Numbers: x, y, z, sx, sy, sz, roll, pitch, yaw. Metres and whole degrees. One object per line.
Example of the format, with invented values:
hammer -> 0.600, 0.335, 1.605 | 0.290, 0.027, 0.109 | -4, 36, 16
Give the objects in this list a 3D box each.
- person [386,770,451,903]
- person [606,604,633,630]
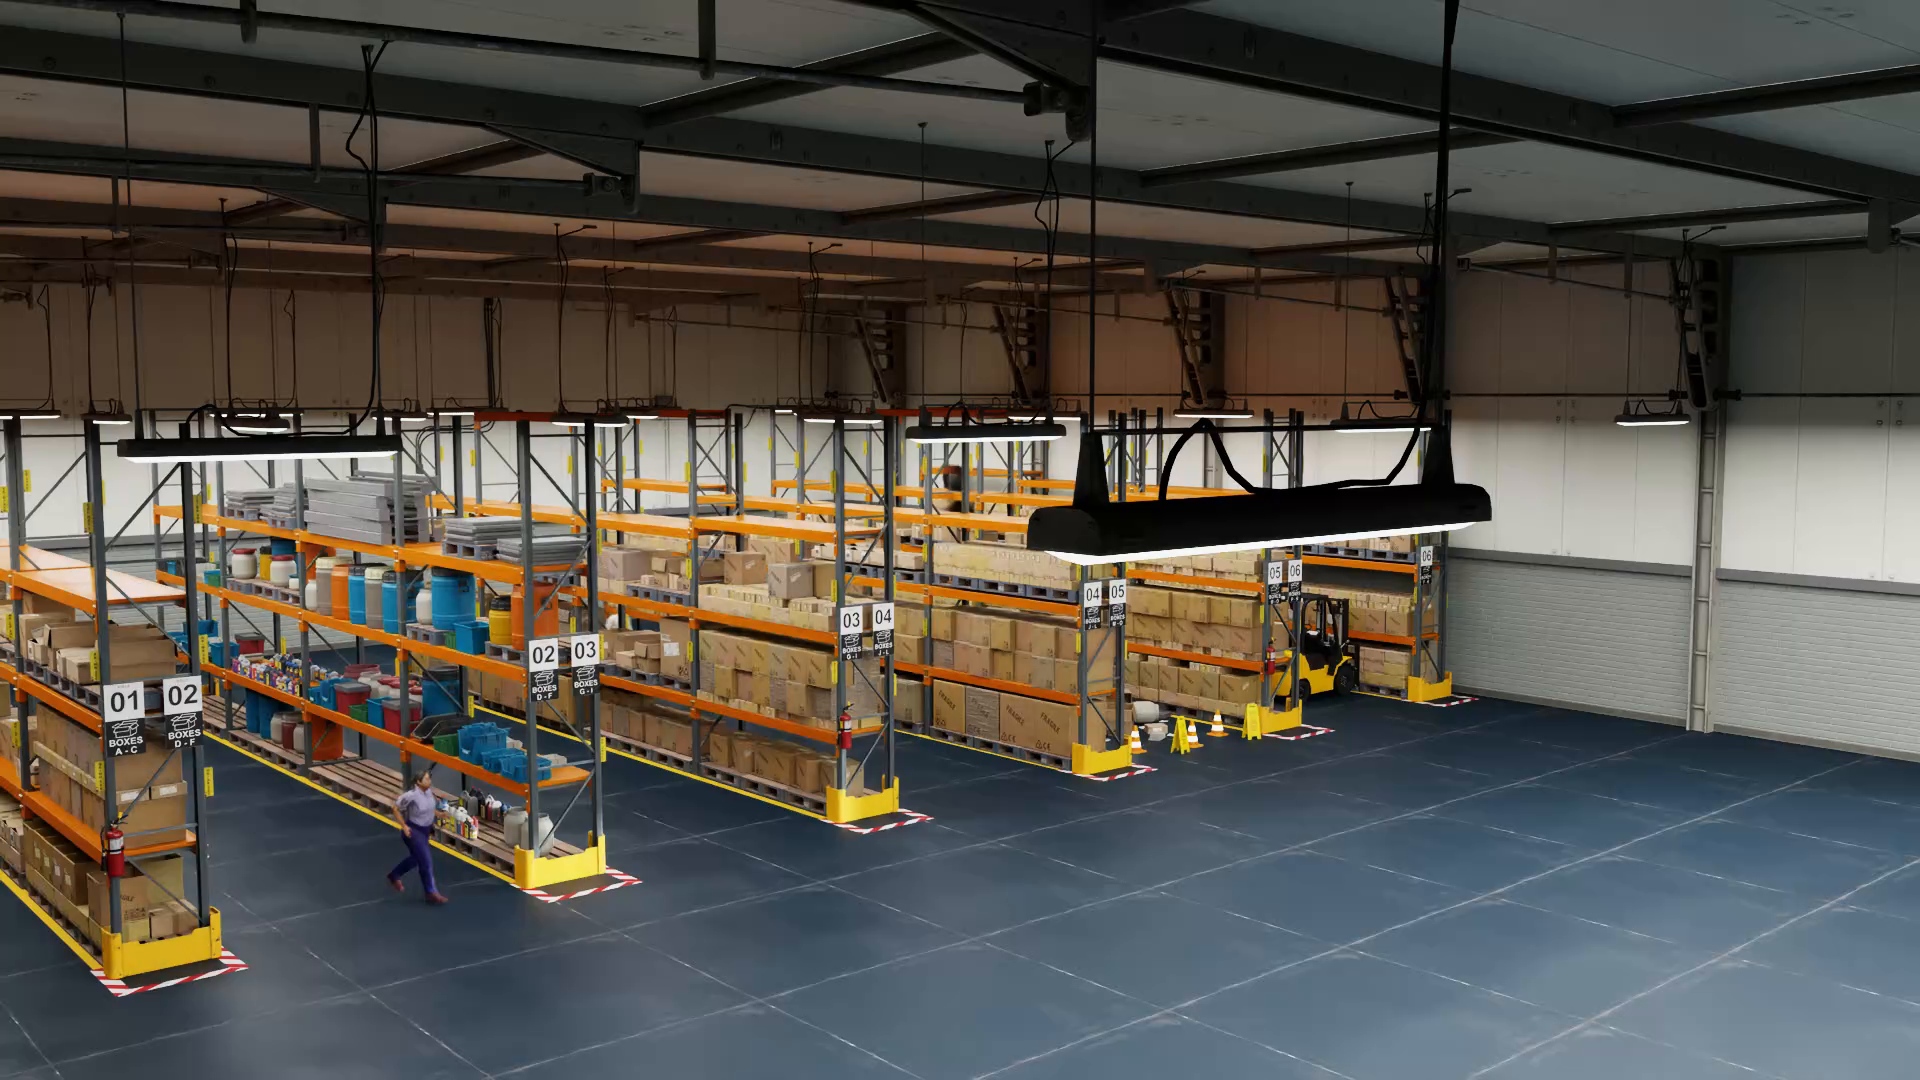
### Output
person -> -6.822, 3.685, 20.834 | 0.907, 1.646, 0.576 | 1, 5, 12
person -> -7.507, 2.250, 36.759 | 0.690, 1.724, 0.678 | -4, 6, -38
